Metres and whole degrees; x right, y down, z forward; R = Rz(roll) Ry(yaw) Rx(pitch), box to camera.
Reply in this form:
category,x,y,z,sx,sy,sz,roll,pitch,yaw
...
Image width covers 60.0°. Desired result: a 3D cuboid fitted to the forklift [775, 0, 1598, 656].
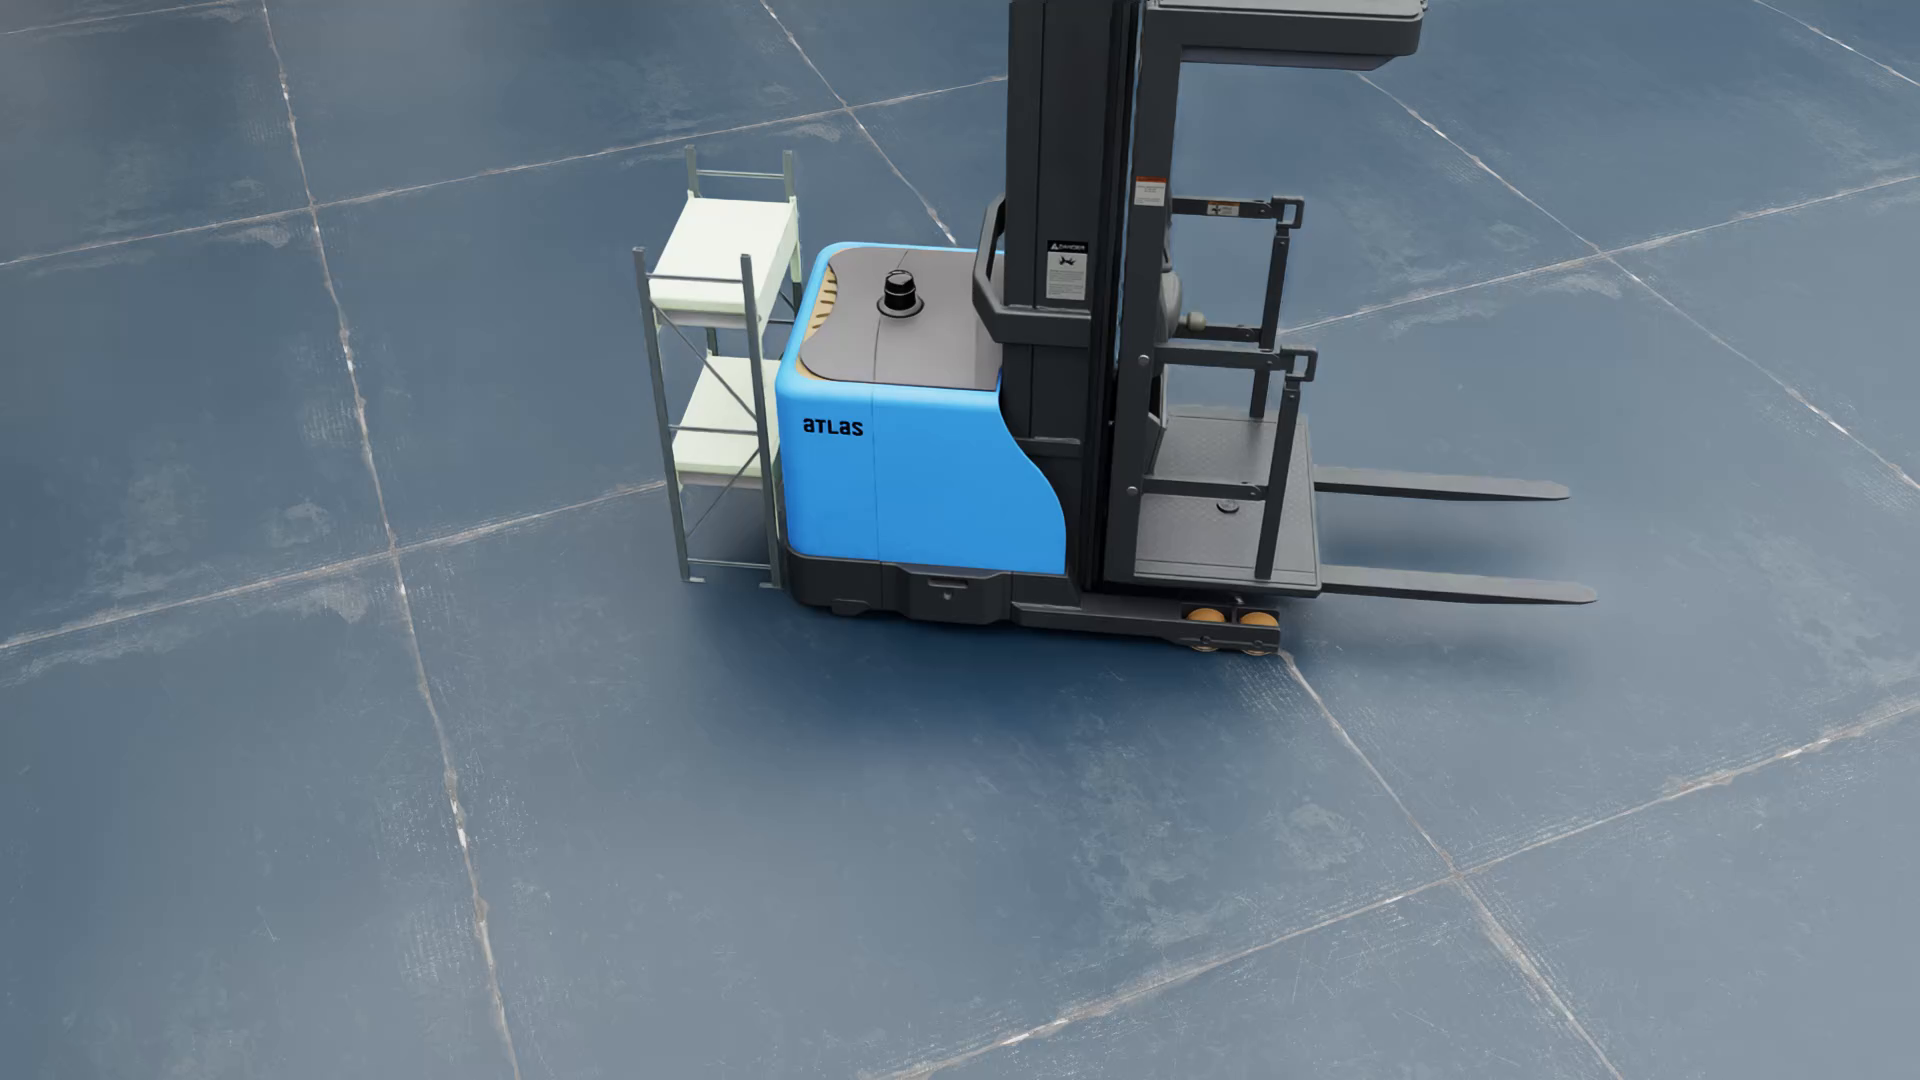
category,x,y,z,sx,sy,sz,roll,pitch,yaw
forklift,0.892,-1.046,5.718,3.031,2.935,1.130,4,41,5

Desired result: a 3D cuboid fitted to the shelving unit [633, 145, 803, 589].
category,x,y,z,sx,sy,sz,roll,pitch,yaw
shelving unit,-0.858,-0.634,6.337,0.431,1.500,0.755,4,41,5

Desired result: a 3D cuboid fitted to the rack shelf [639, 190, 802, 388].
category,x,y,z,sx,sy,sz,roll,pitch,yaw
rack shelf,-0.858,-0.930,6.082,0.431,0.370,0.720,4,41,5

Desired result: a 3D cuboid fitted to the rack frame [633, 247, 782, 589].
category,x,y,z,sx,sy,sz,roll,pitch,yaw
rack frame,-0.899,-0.397,6.061,0.400,1.500,0.023,4,41,5

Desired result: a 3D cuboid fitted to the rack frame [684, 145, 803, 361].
category,x,y,z,sx,sy,sz,roll,pitch,yaw
rack frame,-0.817,-0.871,6.612,0.400,1.500,0.023,4,41,5

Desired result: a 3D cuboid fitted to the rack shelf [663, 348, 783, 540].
category,x,y,z,sx,sy,sz,roll,pitch,yaw
rack shelf,-0.858,-0.386,6.549,0.431,0.370,0.720,4,41,5
